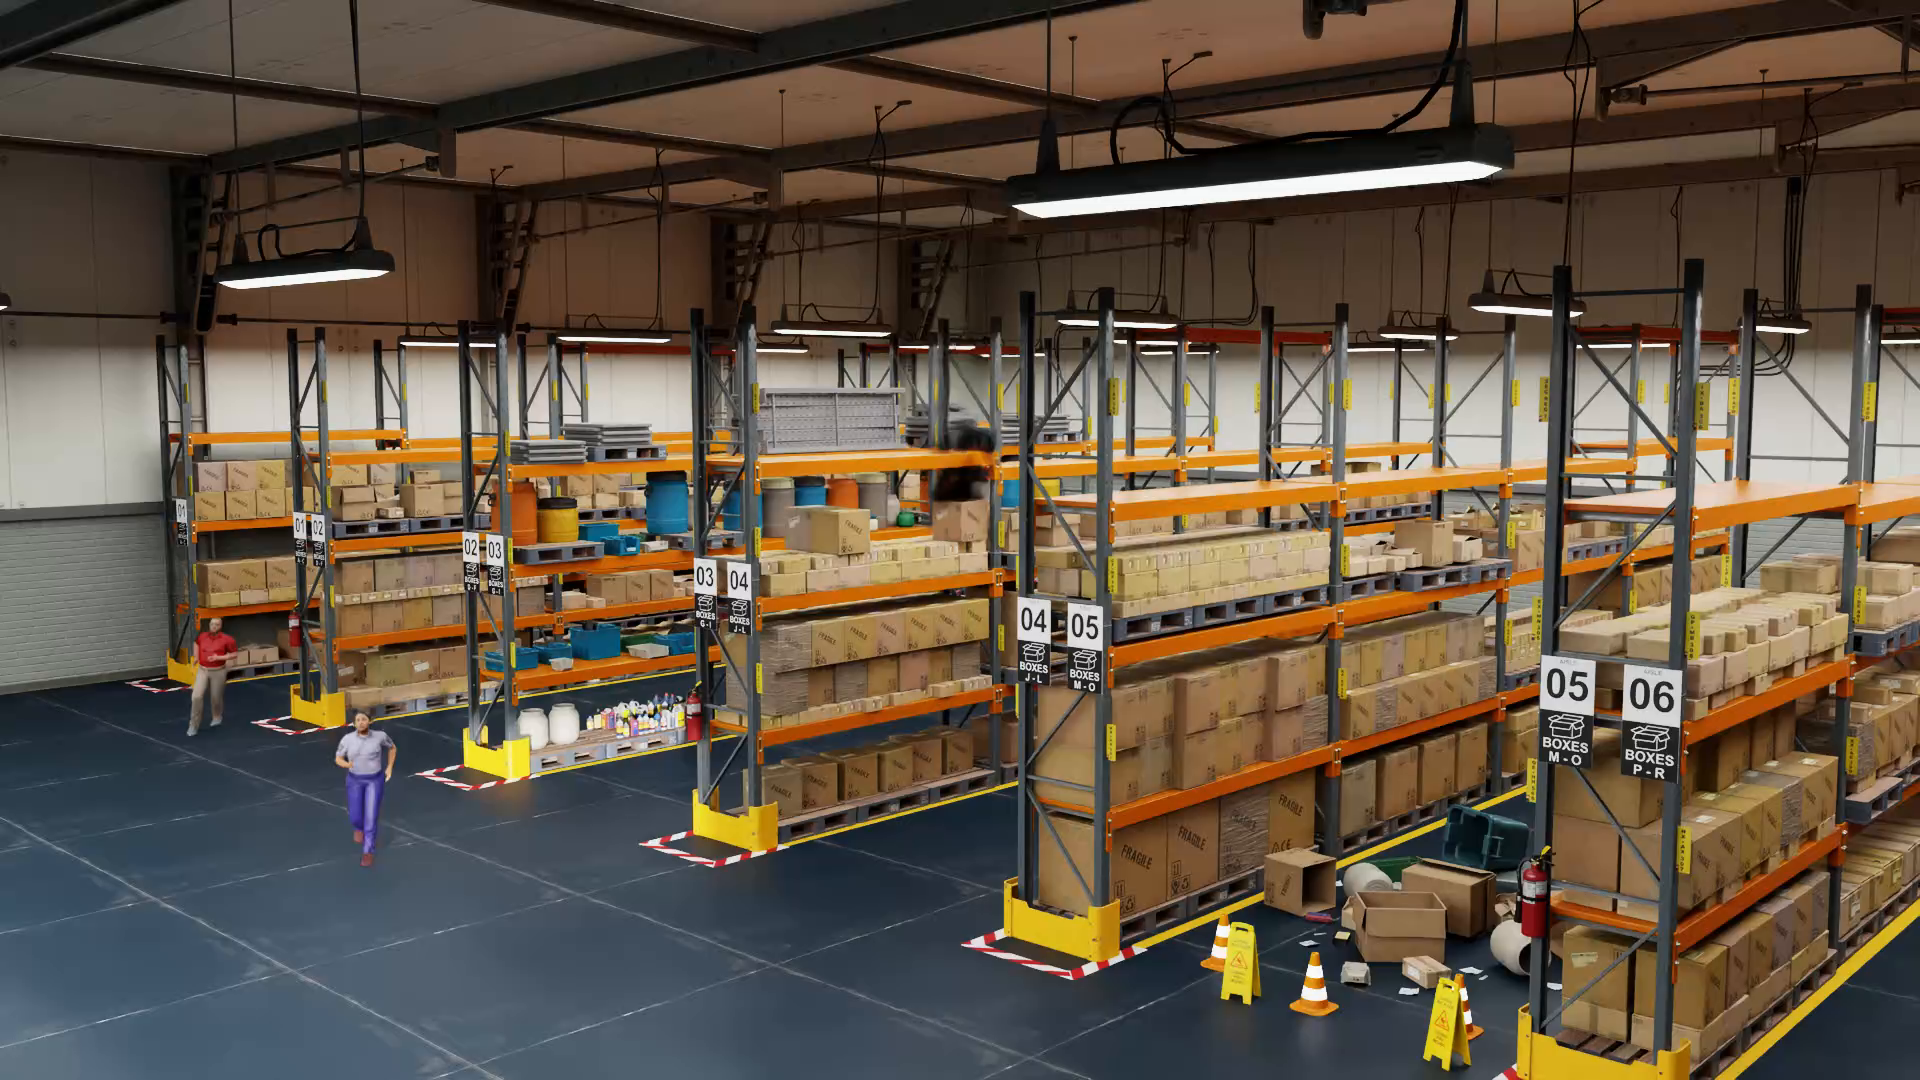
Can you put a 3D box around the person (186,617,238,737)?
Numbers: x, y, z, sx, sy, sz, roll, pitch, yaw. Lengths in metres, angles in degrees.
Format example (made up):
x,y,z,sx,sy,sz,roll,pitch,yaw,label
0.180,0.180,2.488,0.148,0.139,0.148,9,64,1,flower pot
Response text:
x,y,z,sx,sy,sz,roll,pitch,yaw,label
-11.079,2.021,24.737,0.696,1.783,0.791,-1,5,-8,person

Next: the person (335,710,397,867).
x,y,z,sx,sy,sz,roll,pitch,yaw,label
-6.479,2.656,18.145,0.618,1.632,0.872,-1,6,-13,person
